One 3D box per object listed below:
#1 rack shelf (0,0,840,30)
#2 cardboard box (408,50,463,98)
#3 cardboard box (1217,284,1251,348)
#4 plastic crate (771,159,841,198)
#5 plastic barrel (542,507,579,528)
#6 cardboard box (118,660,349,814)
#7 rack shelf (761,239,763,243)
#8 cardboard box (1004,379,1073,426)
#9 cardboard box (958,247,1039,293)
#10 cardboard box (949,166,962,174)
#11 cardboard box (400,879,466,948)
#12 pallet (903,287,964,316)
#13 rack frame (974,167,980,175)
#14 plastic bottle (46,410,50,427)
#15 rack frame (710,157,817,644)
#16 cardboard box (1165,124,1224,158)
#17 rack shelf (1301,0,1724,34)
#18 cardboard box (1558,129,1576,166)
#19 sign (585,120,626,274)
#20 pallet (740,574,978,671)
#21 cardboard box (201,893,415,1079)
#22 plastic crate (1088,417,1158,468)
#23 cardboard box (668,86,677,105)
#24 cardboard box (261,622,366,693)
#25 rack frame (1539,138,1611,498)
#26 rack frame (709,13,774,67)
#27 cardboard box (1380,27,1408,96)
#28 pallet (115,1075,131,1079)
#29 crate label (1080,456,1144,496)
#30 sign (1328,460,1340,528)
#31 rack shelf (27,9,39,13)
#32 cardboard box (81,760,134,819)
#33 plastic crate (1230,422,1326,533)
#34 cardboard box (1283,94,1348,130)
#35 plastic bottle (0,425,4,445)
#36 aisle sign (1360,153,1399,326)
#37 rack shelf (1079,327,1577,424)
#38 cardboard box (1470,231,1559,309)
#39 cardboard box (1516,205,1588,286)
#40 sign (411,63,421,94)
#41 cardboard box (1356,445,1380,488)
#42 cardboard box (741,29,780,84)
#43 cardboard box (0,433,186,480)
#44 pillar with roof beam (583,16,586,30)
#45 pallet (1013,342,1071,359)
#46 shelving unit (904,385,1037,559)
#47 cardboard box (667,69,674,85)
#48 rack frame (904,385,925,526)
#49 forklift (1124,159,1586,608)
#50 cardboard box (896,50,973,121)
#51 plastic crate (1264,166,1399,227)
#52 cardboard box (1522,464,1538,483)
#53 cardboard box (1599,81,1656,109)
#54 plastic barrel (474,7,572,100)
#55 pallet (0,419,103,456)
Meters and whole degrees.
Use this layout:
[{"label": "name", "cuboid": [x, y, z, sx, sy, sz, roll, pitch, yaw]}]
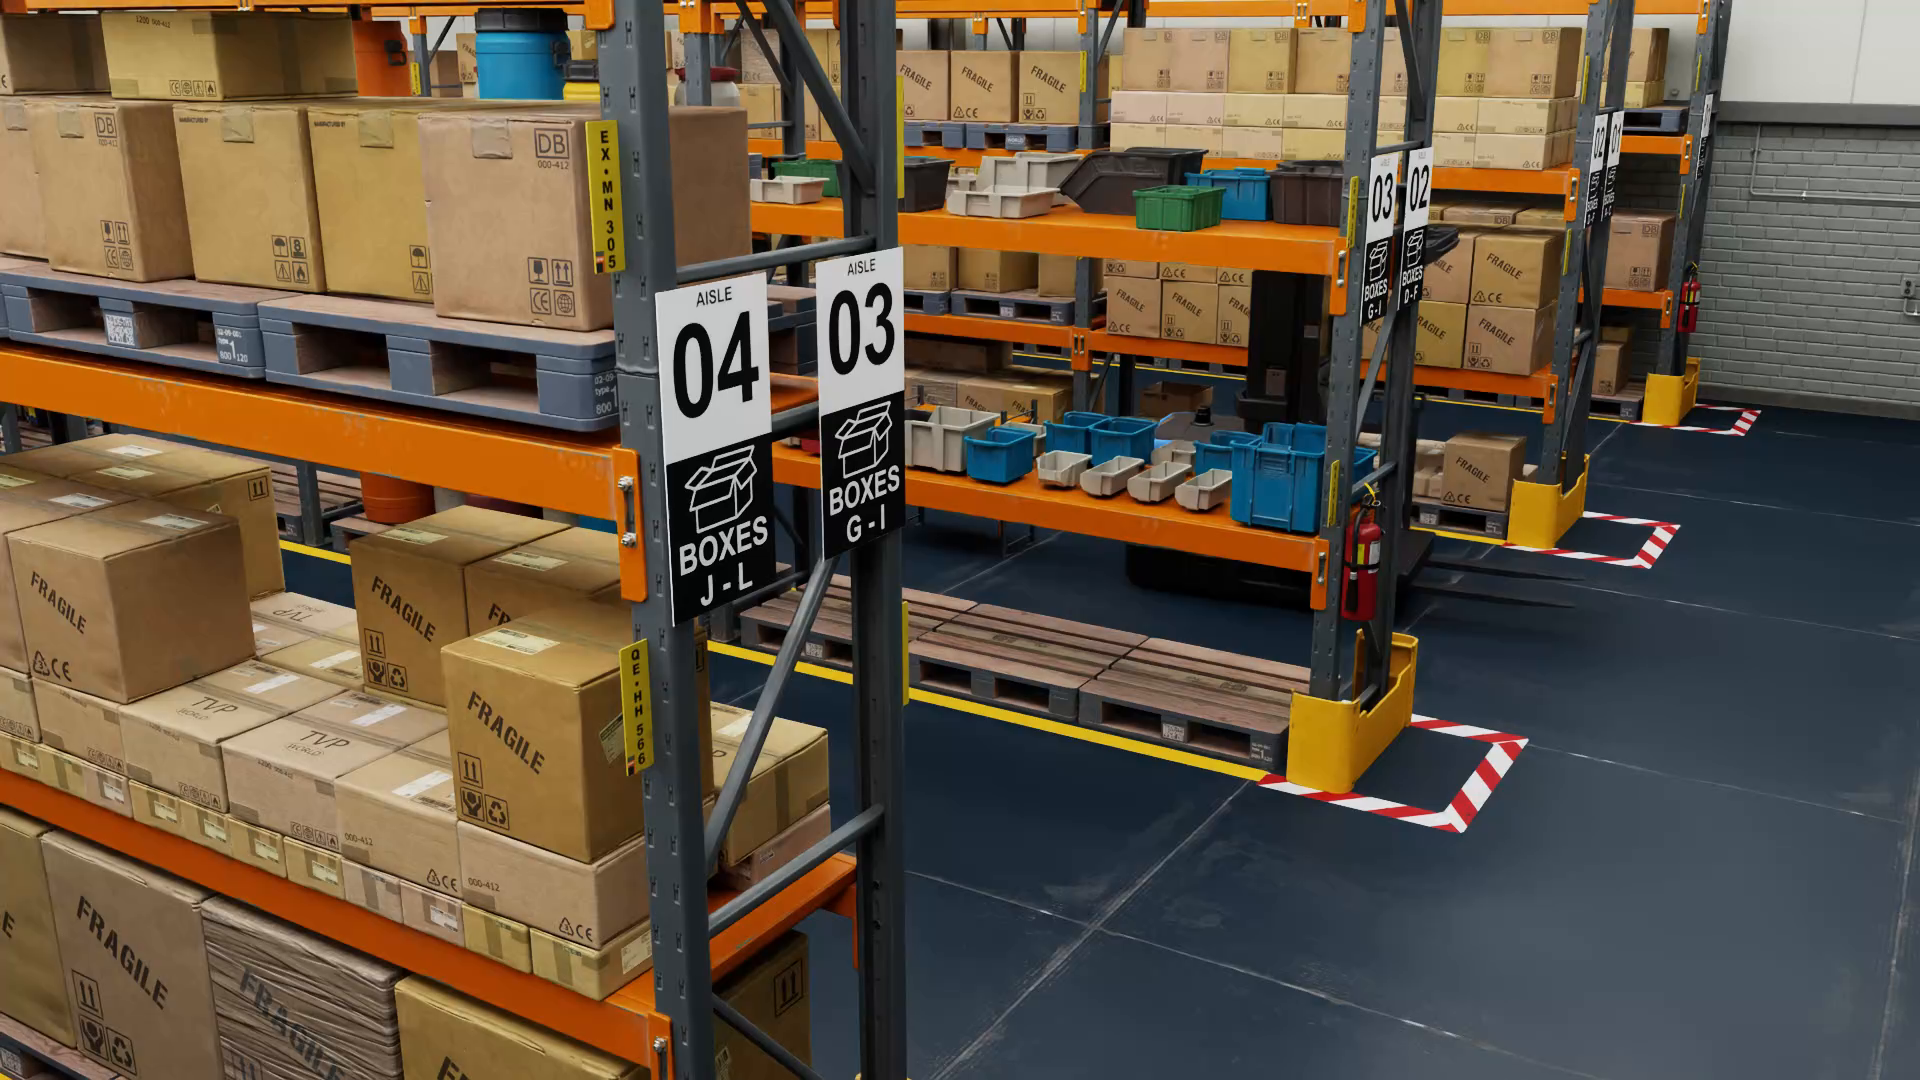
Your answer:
[{"label": "rack shelf", "cuboid": [-2.182, -1.701, 4.926, 4.000, 0.370, 1.077, 10, 20, 30]}, {"label": "cardboard box", "cuboid": [-5.807, -5.233, 18.653, 0.500, 0.500, 0.500, 12, 21, 35]}, {"label": "cardboard box", "cuboid": [2.456, -1.873, 13.713, 0.500, 0.500, 0.500, 10, 20, 30]}, {"label": "plastic crate", "cuboid": [-0.775, -2.242, 10.304, 0.662, 0.188, 0.450, 10, 20, 30]}, {"label": "plastic barrel", "cuboid": [-2.787, -0.211, 11.972, 0.421, 0.512, 0.421, 0, 17, 0]}, {"label": "cardboard box", "cuboid": [-2.341, 0.626, 5.405, 0.500, 0.250, 0.500, 10, 20, 30]}, {"label": "rack shelf", "cuboid": [-4.631, -4.528, 23.864, 4.000, 0.370, 1.077, 10, 20, 30]}, {"label": "cardboard box", "cuboid": [0.731, -1.142, 15.024, 0.500, 0.500, 0.500, 10, 20, 30]}, {"label": "cardboard box", "cuboid": [0.396, -2.589, 15.348, 0.500, 0.500, 0.700, 14, 22, 39]}, {"label": "cardboard box", "cuboid": [-0.109, -4.619, 20.880, 0.250, 0.149, 0.380, 7, 18, 21]}, {"label": "cardboard box", "cuboid": [-1.390, 1.008, 4.836, 0.250, 0.149, 0.380, 10, 20, 30]}, {"label": "pallet", "cuboid": [-0.448, -2.346, 15.772, 1.213, 0.211, 1.003, 10, 20, 30]}, {"label": "rack frame", "cuboid": [0.482, -3.959, 20.755, 0.127, 3.000, 1.000, 10, 20, 30]}, {"label": "plastic bottle", "cuboid": [-8.498, -1.198, 15.581, 0.133, 0.283, 0.061, 10, 20, 30]}, {"label": "rack frame", "cuboid": [-1.294, -0.897, 10.675, 0.127, 3.000, 1.000, 10, 20, 30]}, {"label": "cardboard box", "cuboid": [2.010, -3.275, 13.598, 0.500, 0.250, 0.500, 10, 20, 30]}, {"label": "rack shelf", "cuboid": [5.595, -5.382, 17.041, 4.000, 0.370, 1.077, 10, 20, 30]}, {"label": "cardboard box", "cuboid": [4.405, -3.020, 12.759, 0.500, 0.250, 0.500, 10, 20, 30]}, {"label": "sign", "cuboid": [-0.774, -0.751, 3.645, 0.005, 0.325, 0.100, 10, 20, 30]}, {"label": "pallet", "cuboid": [-0.647, 0.539, 10.743, 1.213, 0.211, 1.003, 10, 20, 30]}, {"label": "cardboard box", "cuboid": [-1.840, 1.537, 5.592, 0.875, 0.875, 0.875, 10, 20, 30]}, {"label": "plastic crate", "cuboid": [0.954, -0.557, 9.739, 0.300, 0.233, 0.416, 10, 20, 30]}, {"label": "cardboard box", "cuboid": [-2.523, -4.352, 16.420, 0.500, 0.250, 0.500, 9, 19, 26]}, {"label": "cardboard box", "cuboid": [-2.066, 0.494, 5.839, 0.500, 0.250, 0.500, 10, 19, 29]}, {"label": "rack frame", "cuboid": [4.710, -1.515, 12.708, 0.127, 3.000, 1.000, 10, 20, 30]}, {"label": "rack frame", "cuboid": [-2.107, -5.603, 15.842, 0.127, 3.000, 1.000, 10, 20, 30]}, {"label": "cardboard box", "cuboid": [3.400, -3.697, 12.839, 0.500, 0.500, 0.700, 10, 20, 30]}, {"label": "pallet", "cuboid": [-2.236, 1.984, 5.987, 1.213, 0.211, 1.003, 10, 20, 30]}, {"label": "crate label", "cuboid": [0.835, -0.355, 9.238, 0.243, 0.136, 0.396, 10, 20, 30]}, {"label": "sign", "cuboid": [1.840, -0.228, 8.191, 0.005, 0.325, 0.100, 10, 20, 30]}, {"label": "rack shelf", "cuboid": [-9.815, -4.753, 14.973, 4.000, 0.370, 1.077, 10, 20, 30]}, {"label": "cardboard box", "cuboid": [-2.704, 0.774, 5.605, 0.250, 0.149, 0.380, 10, 20, 31]}, {"label": "plastic crate", "cuboid": [1.731, -0.339, 8.673, 0.499, 0.435, 0.616, 10, 20, 30]}, {"label": "cardboard box", "cuboid": [2.859, -3.360, 13.020, 0.500, 0.250, 0.500, 10, 20, 30]}, {"label": "plastic bottle", "cuboid": [-8.583, -0.964, 14.951, 0.097, 0.201, 0.097, 0, 17, 0]}, {"label": "aisle sign", "cuboid": [2.022, -1.449, 8.019, 0.004, 0.787, 0.394, 10, 20, 30]}, {"label": "rack shelf", "cuboid": [3.006, -1.475, 13.814, 4.000, 0.370, 1.077, 10, 20, 30]}, {"label": "cardboard box", "cuboid": [4.187, -2.041, 12.547, 0.500, 0.500, 0.500, 10, 20, 30]}, {"label": "cardboard box", "cuboid": [6.233, -3.069, 17.308, 0.700, 0.700, 0.980, 10, 20, 30]}, {"label": "sign", "cuboid": [-5.805, -4.923, 17.741, 0.005, 0.325, 0.100, 10, 20, 30]}, {"label": "cardboard box", "cuboid": [3.324, -0.584, 13.616, 0.500, 0.250, 0.500, 10, 20, 30]}, {"label": "cardboard box", "cuboid": [-1.739, -4.626, 15.895, 0.500, 0.500, 0.500, 10, 20, 30]}, {"label": "cardboard box", "cuboid": [-3.355, -0.096, 6.494, 0.500, 0.500, 0.500, 11, 20, 32]}, {"label": "pillar with roof beam", "cuboid": [-7.539, -7.088, 20.734, 0.400, 9.000, 9.100, 10, 20, 30]}, {"label": "pallet", "cuboid": [1.114, -2.487, 20.704, 1.213, 0.211, 1.003, 10, 20, 30]}, {"label": "shelving unit", "cuboid": [0.006, -0.537, 12.714, 1.048, 1.125, 0.538, 10, 20, 30]}, {"label": "cardboard box", "cuboid": [-3.910, -6.156, 22.620, 0.500, 0.500, 0.500, 8, 19, 25]}, {"label": "rack frame", "cuboid": [-0.427, -0.615, 12.969, 0.032, 1.125, 0.500, 10, 20, 30]}, {"label": "forklift", "cuboid": [2.732, -1.034, 11.241, 3.031, 2.935, 1.130, 8, 19, 24]}, {"label": "cardboard box", "cuboid": [-0.227, -4.153, 15.163, 0.600, 0.600, 0.600, 9, 19, 28]}, {"label": "plastic crate", "cuboid": [1.932, -1.789, 8.675, 0.590, 0.269, 0.497, 10, 20, 30]}, {"label": "cardboard box", "cuboid": [4.533, -0.510, 13.549, 0.250, 0.149, 0.380, 10, 20, 30]}, {"label": "cardboard box", "cuboid": [6.536, -4.401, 16.410, 0.500, 0.250, 0.500, 11, 20, 32]}, {"label": "plastic barrel", "cuboid": [-2.829, -2.995, 10.835, 0.708, 0.901, 0.600, 10, 20, 30]}, {"label": "pallet", "cuboid": [-8.662, -0.892, 15.456, 1.213, 0.211, 1.003, 10, 20, 30]}]
